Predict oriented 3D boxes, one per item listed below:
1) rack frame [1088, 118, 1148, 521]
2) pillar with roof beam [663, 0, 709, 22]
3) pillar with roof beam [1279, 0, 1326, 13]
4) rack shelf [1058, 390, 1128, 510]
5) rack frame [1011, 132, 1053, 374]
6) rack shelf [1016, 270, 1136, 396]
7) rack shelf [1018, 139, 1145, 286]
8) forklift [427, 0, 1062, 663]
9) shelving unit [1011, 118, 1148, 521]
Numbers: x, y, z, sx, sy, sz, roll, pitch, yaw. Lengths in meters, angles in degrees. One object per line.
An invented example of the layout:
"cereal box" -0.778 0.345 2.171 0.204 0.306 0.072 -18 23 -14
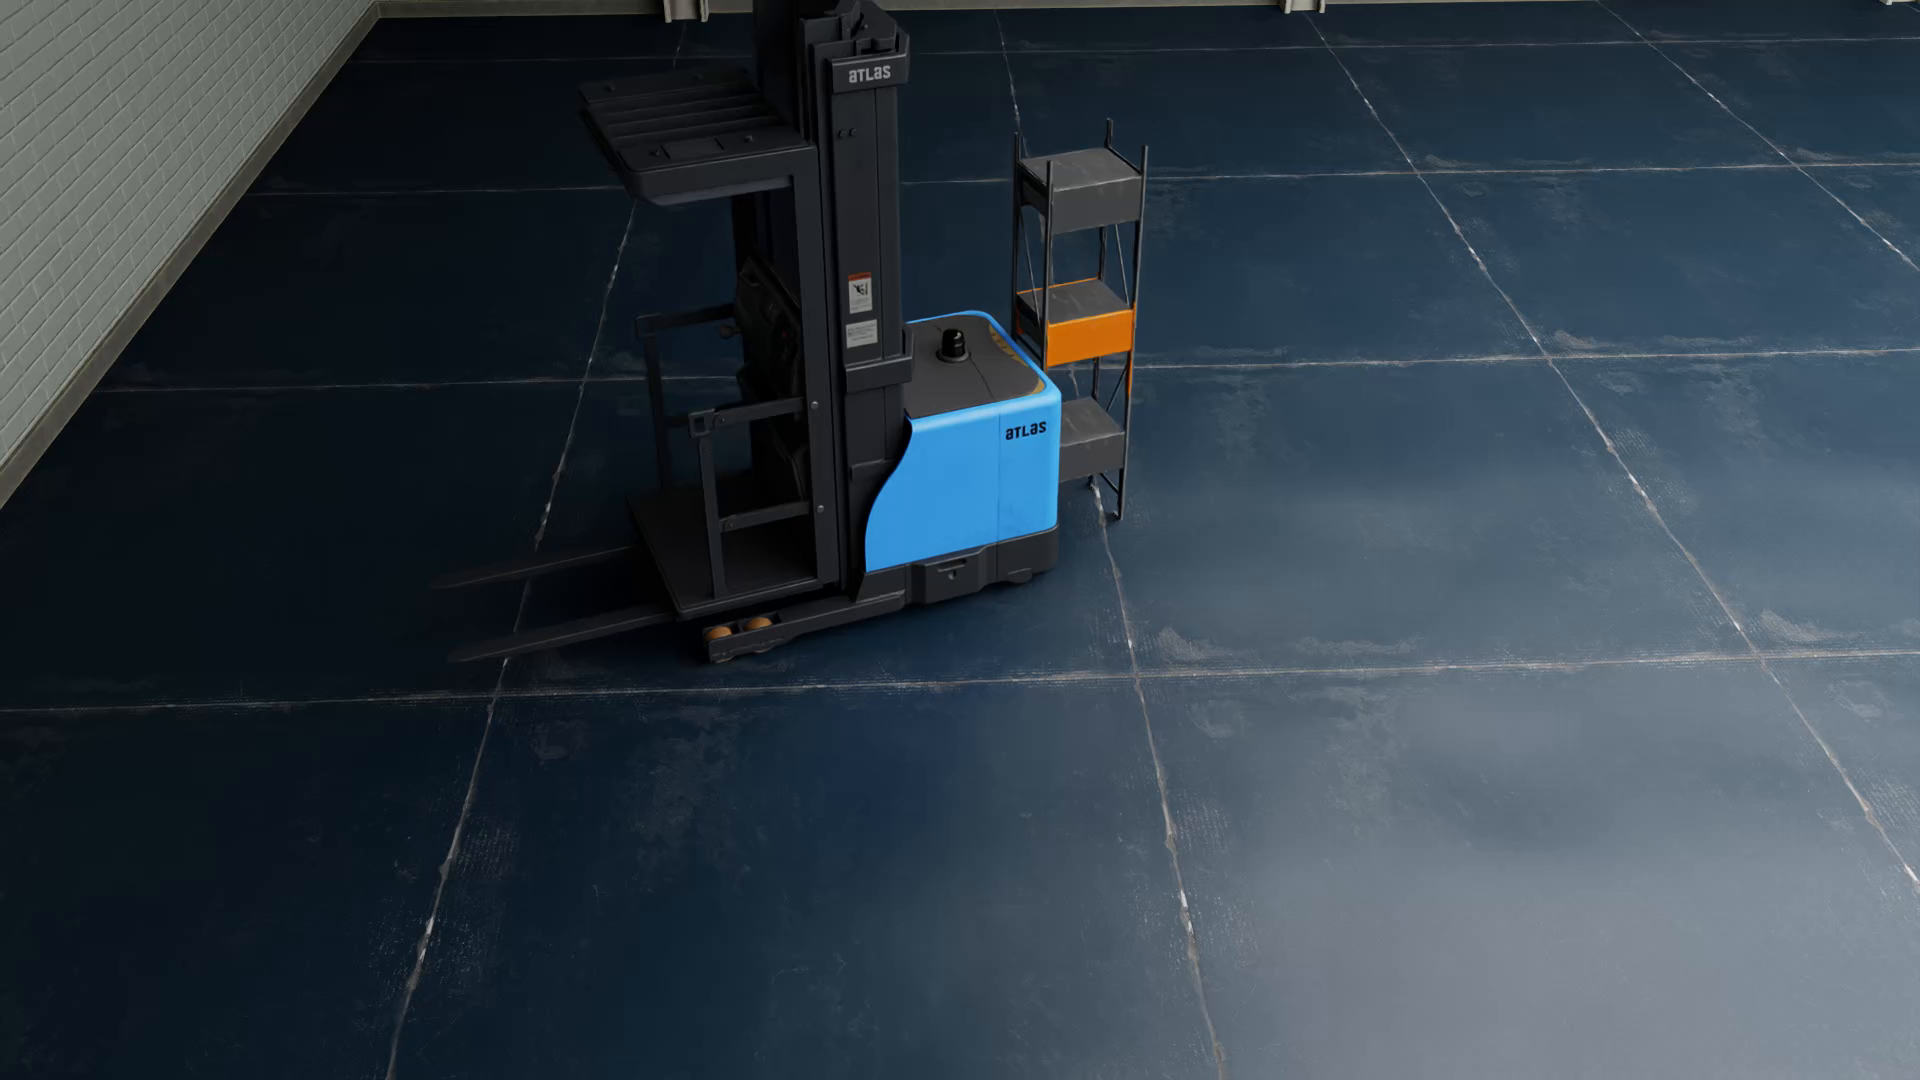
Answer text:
"rack frame" 0.792 -1.072 8.490 0.015 2.100 0.400 -13 37 -18
"pillar with roof beam" -2.438 -6.317 10.006 0.400 9.000 9.100 -2 35 -2
"pillar with roof beam" 3.555 -6.478 10.239 0.400 9.000 9.100 -2 35 -2
"rack shelf" 0.567 -0.432 8.819 0.480 0.518 0.431 -13 37 -18
"rack frame" 0.341 -0.965 8.336 0.015 2.100 0.400 -13 37 -18
"rack shelf" 0.567 -1.007 8.421 0.480 0.518 0.431 -13 37 -18
"rack shelf" 0.567 -1.583 8.022 0.480 0.518 0.431 -13 37 -18
"forklift" -1.066 -0.965 7.604 3.031 2.935 1.130 -13 37 -18
"shelving unit" 0.567 -1.019 8.413 0.503 2.100 0.431 -13 37 -18
